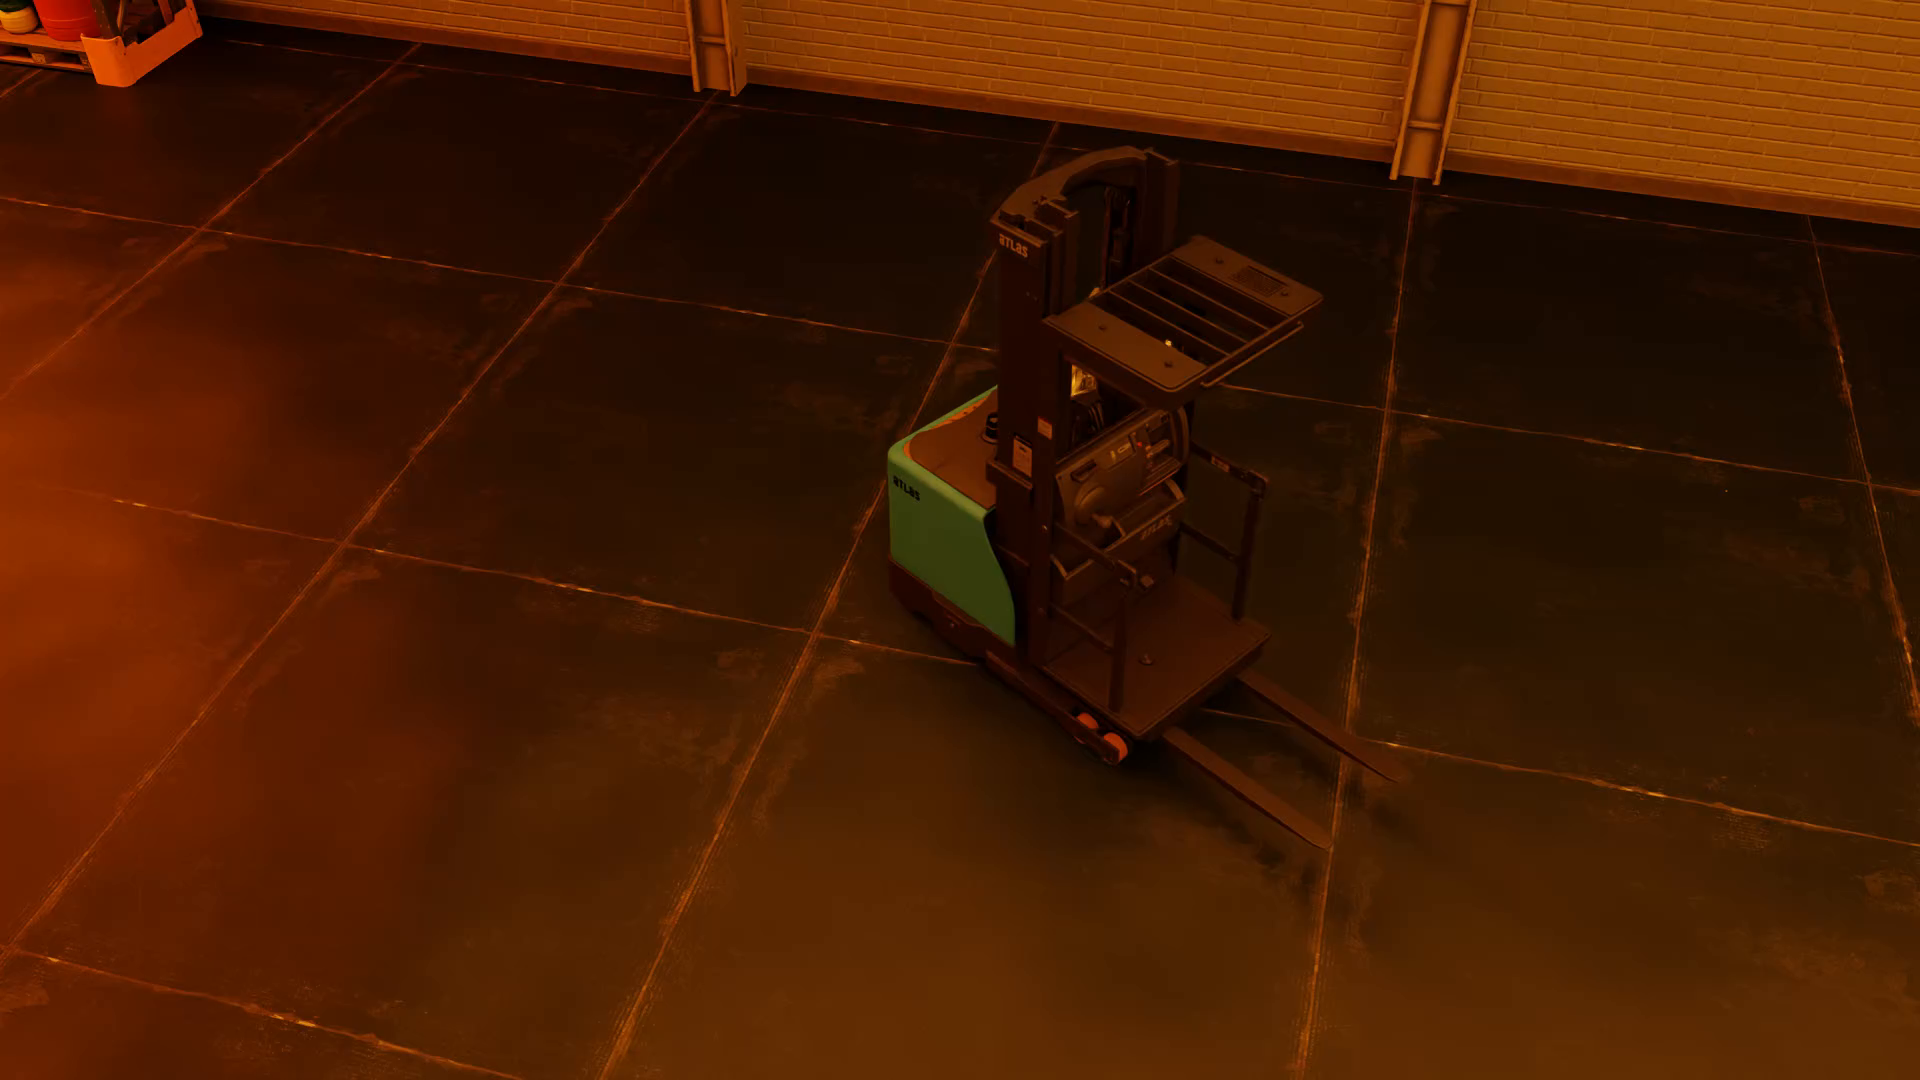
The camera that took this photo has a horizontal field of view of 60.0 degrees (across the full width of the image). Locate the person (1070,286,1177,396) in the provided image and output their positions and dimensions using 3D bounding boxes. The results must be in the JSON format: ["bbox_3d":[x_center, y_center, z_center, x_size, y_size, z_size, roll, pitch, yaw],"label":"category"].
[{"bbox_3d":[0.901,-0.828,9.921,0.917,1.497,1.160,25,47,26],"label":"person"}]

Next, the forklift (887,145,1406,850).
[{"bbox_3d":[0.967,-0.311,8.216,1.130,2.935,3.031,-32,50,-31],"label":"forklift"}]
